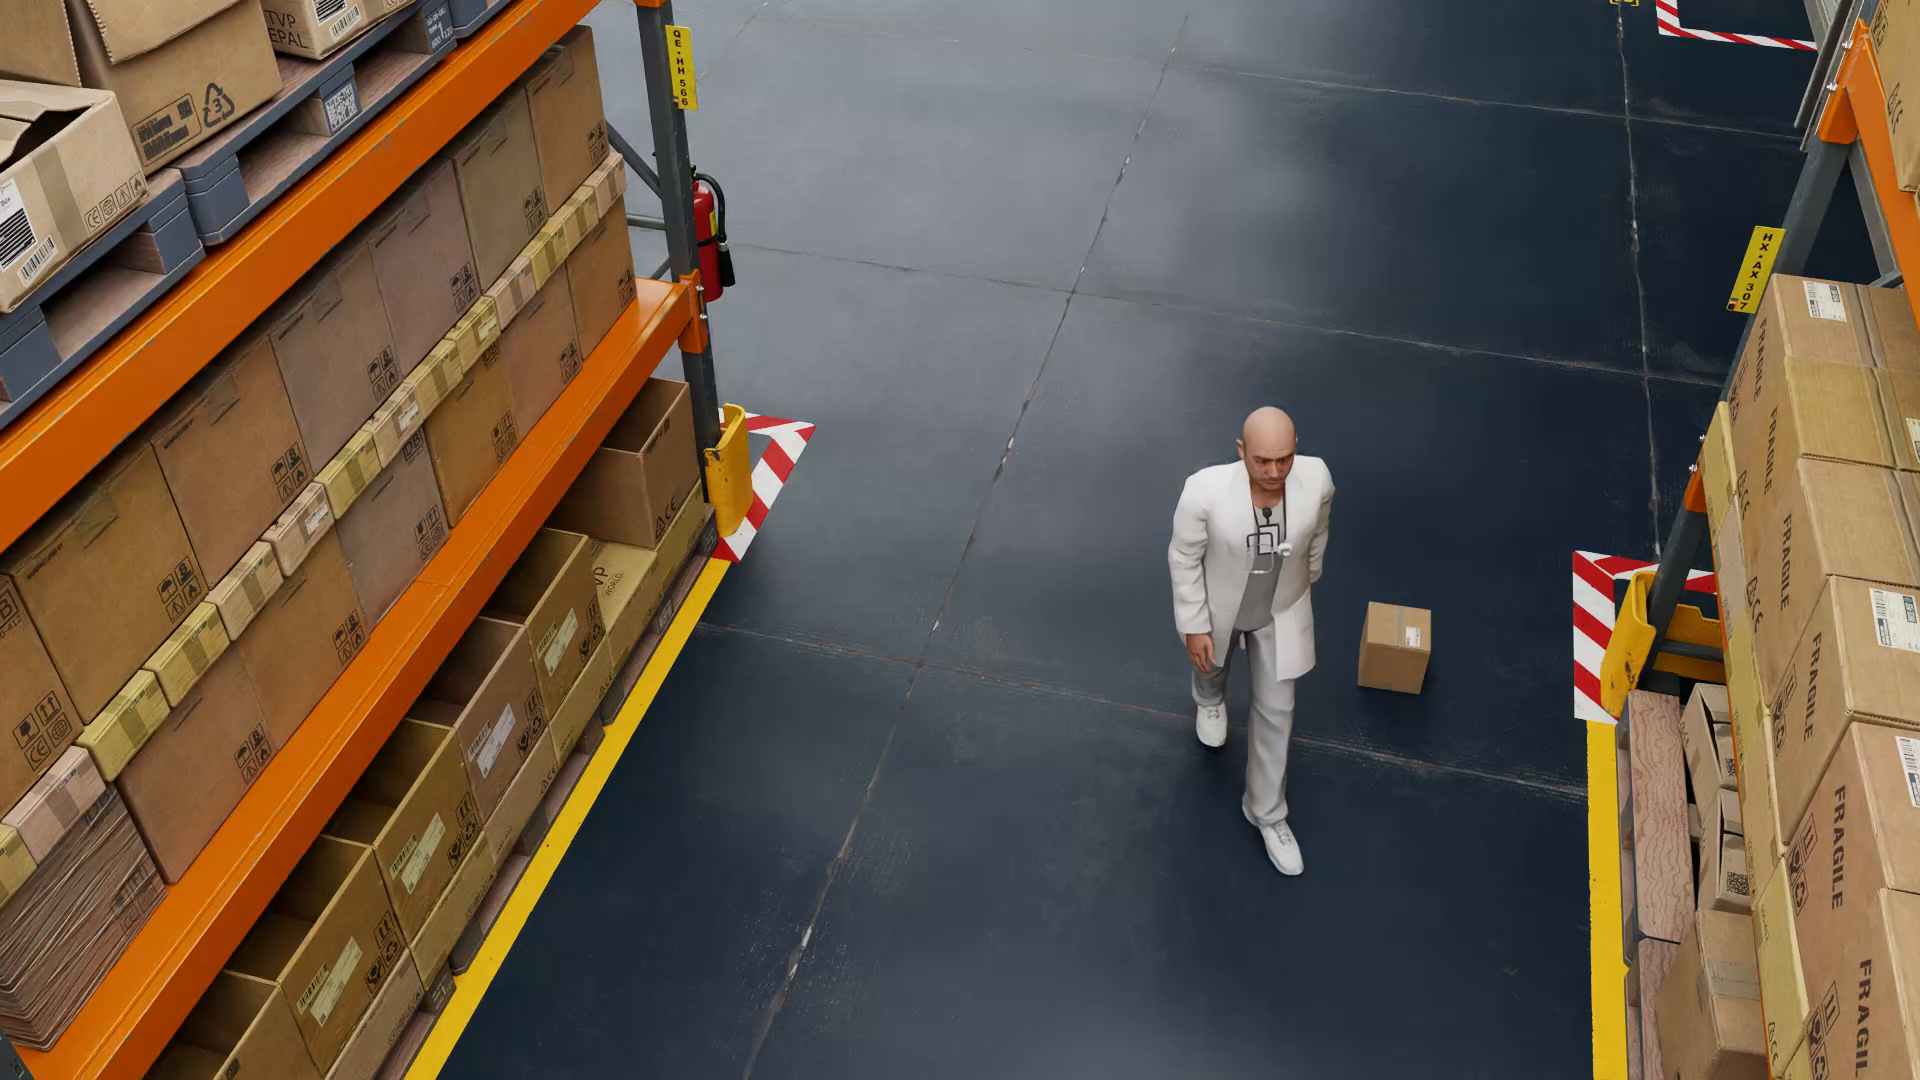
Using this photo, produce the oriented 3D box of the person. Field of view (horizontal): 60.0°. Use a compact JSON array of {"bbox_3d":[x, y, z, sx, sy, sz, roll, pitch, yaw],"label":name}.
[{"bbox_3d":[1.003,0.253,5.854,0.582,1.735,0.983,1,40,1],"label":"person"}]
